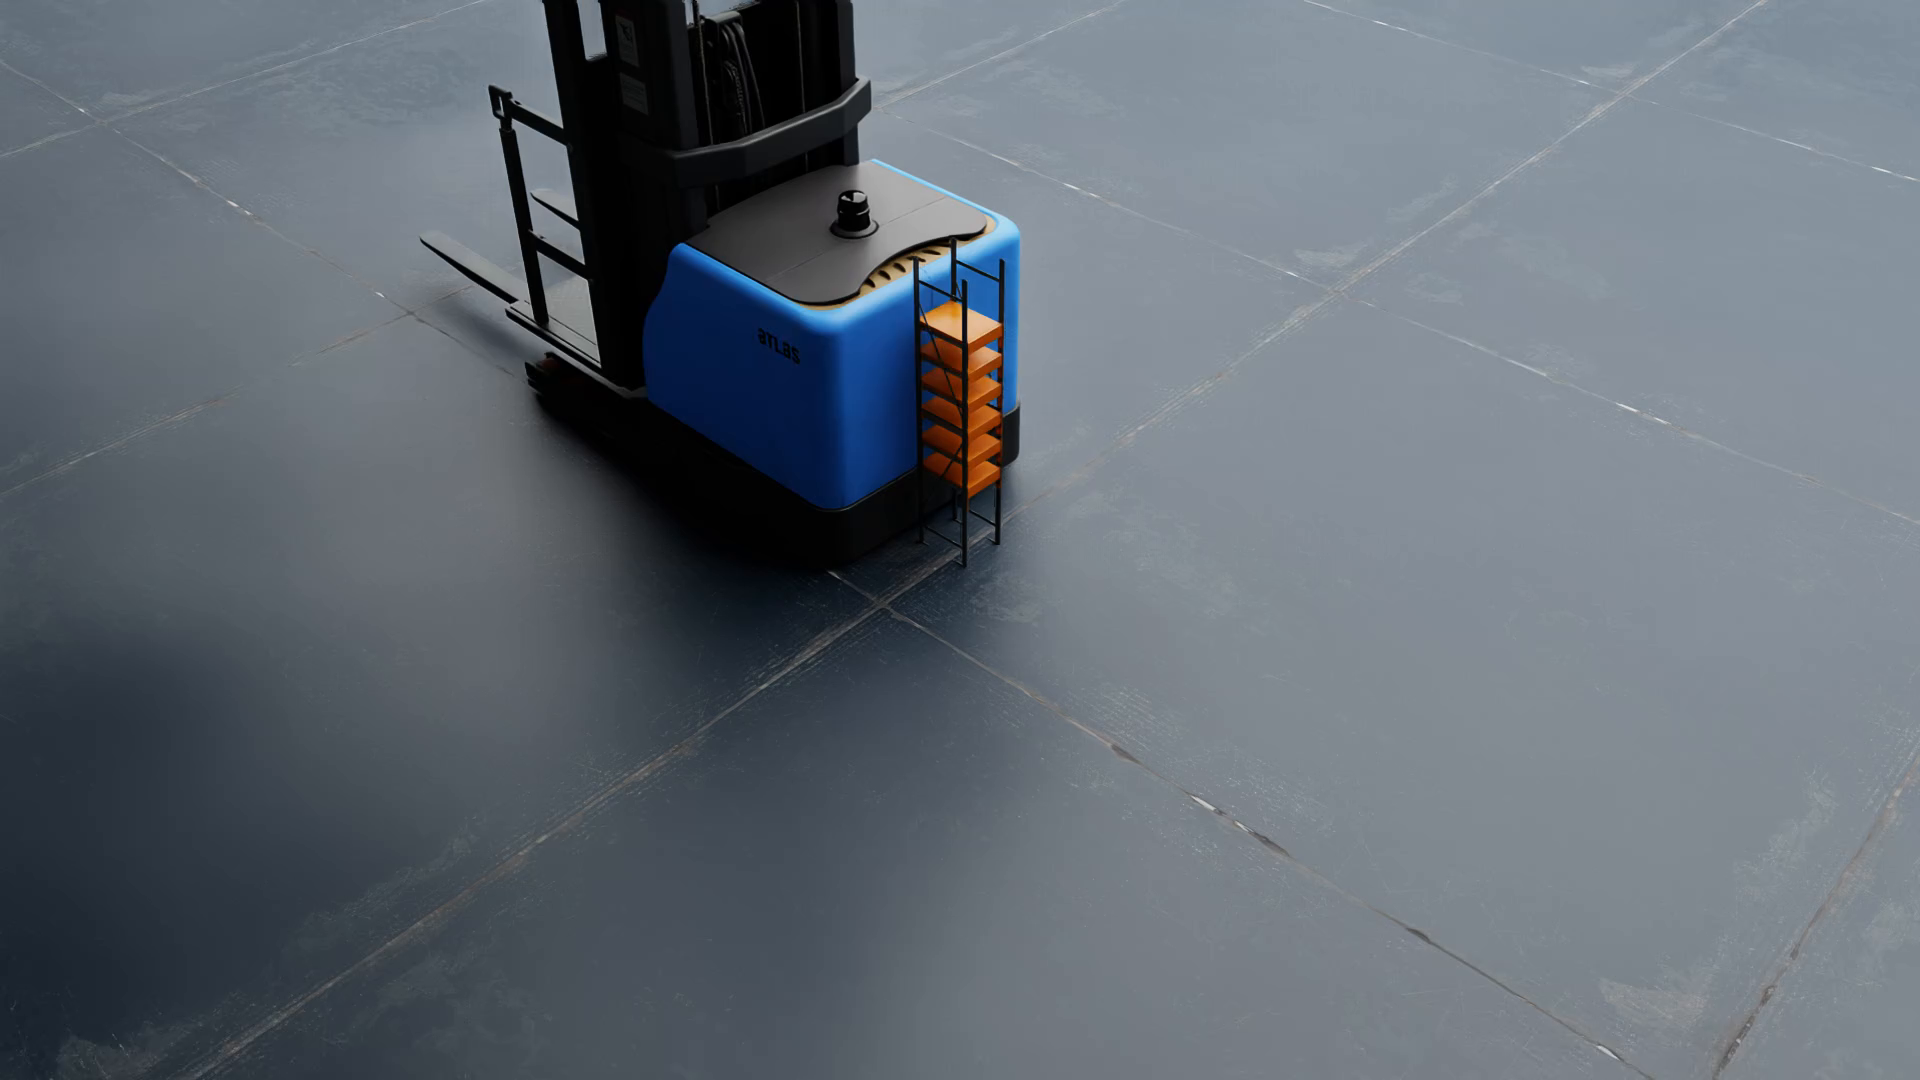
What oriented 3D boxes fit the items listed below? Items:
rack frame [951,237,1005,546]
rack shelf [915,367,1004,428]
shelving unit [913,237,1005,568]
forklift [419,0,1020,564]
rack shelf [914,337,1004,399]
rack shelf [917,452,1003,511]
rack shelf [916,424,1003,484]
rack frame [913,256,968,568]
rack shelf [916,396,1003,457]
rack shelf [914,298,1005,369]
[{"bbox_3d":[0.060,-0.500,5.915,0.240,1.200,0.006,30,47,32],"label":"rack frame"},{"bbox_3d":[-0.002,-0.518,5.815,0.258,0.103,0.180,30,47,32],"label":"rack shelf"},{"bbox_3d":[-0.002,-0.459,5.862,0.258,1.200,0.189,30,47,32],"label":"shelving unit"},{"bbox_3d":[-1.174,-1.866,6.242,3.031,2.935,1.130,31,48,33],"label":"forklift"},{"bbox_3d":[-0.002,-0.612,5.741,0.258,0.103,0.180,30,47,32],"label":"rack shelf"},{"bbox_3d":[-0.002,-0.236,6.039,0.258,0.103,0.180,30,47,32],"label":"rack shelf"},{"bbox_3d":[-0.002,-0.330,5.964,0.258,0.103,0.180,30,47,32],"label":"rack shelf"},{"bbox_3d":[-0.064,-0.417,5.810,0.240,1.200,0.006,30,47,32],"label":"rack frame"},{"bbox_3d":[-0.002,-0.424,5.890,0.258,0.103,0.180,30,47,32],"label":"rack shelf"},{"bbox_3d":[-0.003,-0.706,5.666,0.258,0.103,0.180,30,47,32],"label":"rack shelf"}]
